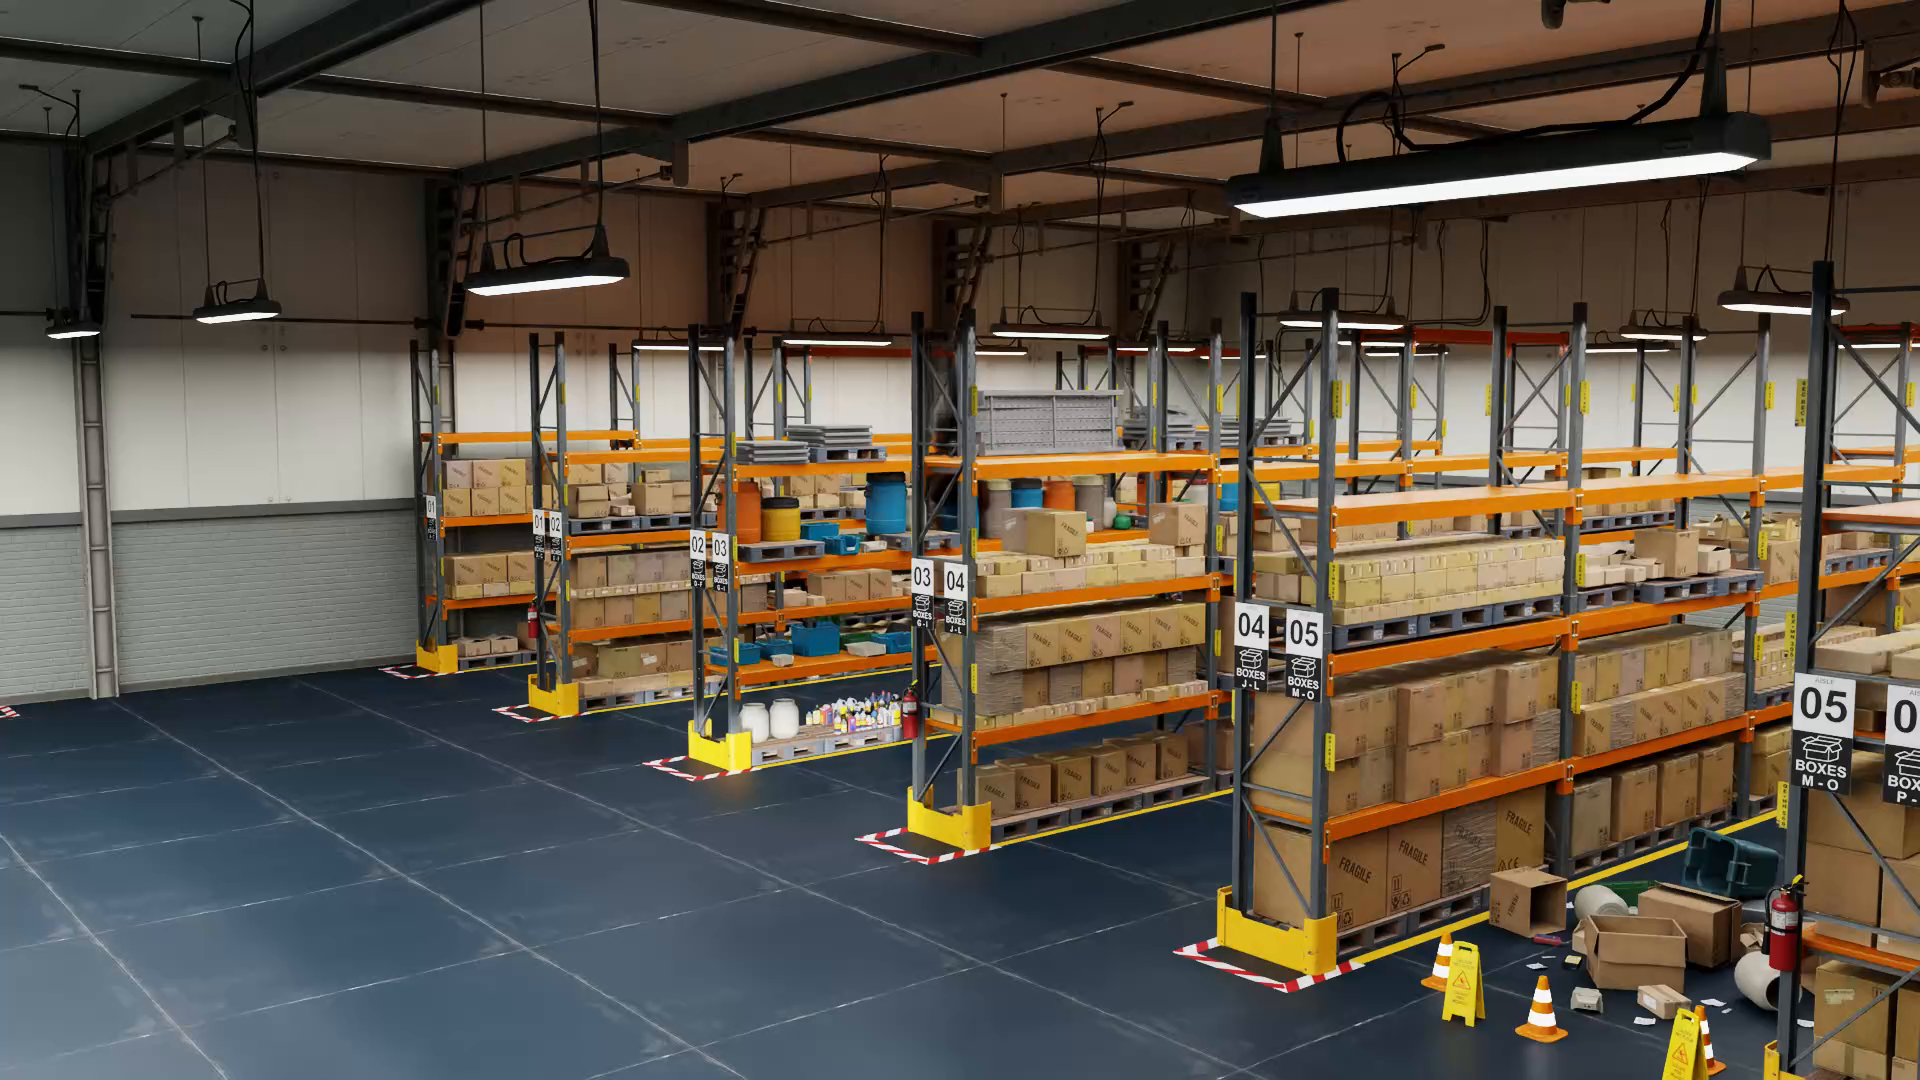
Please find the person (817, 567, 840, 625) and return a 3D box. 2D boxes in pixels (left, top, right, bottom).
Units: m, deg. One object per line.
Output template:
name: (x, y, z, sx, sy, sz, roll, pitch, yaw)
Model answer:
person: (-2.490, 1.292, 32.030, 0.983, 1.805, 0.652, -4, 7, -39)
